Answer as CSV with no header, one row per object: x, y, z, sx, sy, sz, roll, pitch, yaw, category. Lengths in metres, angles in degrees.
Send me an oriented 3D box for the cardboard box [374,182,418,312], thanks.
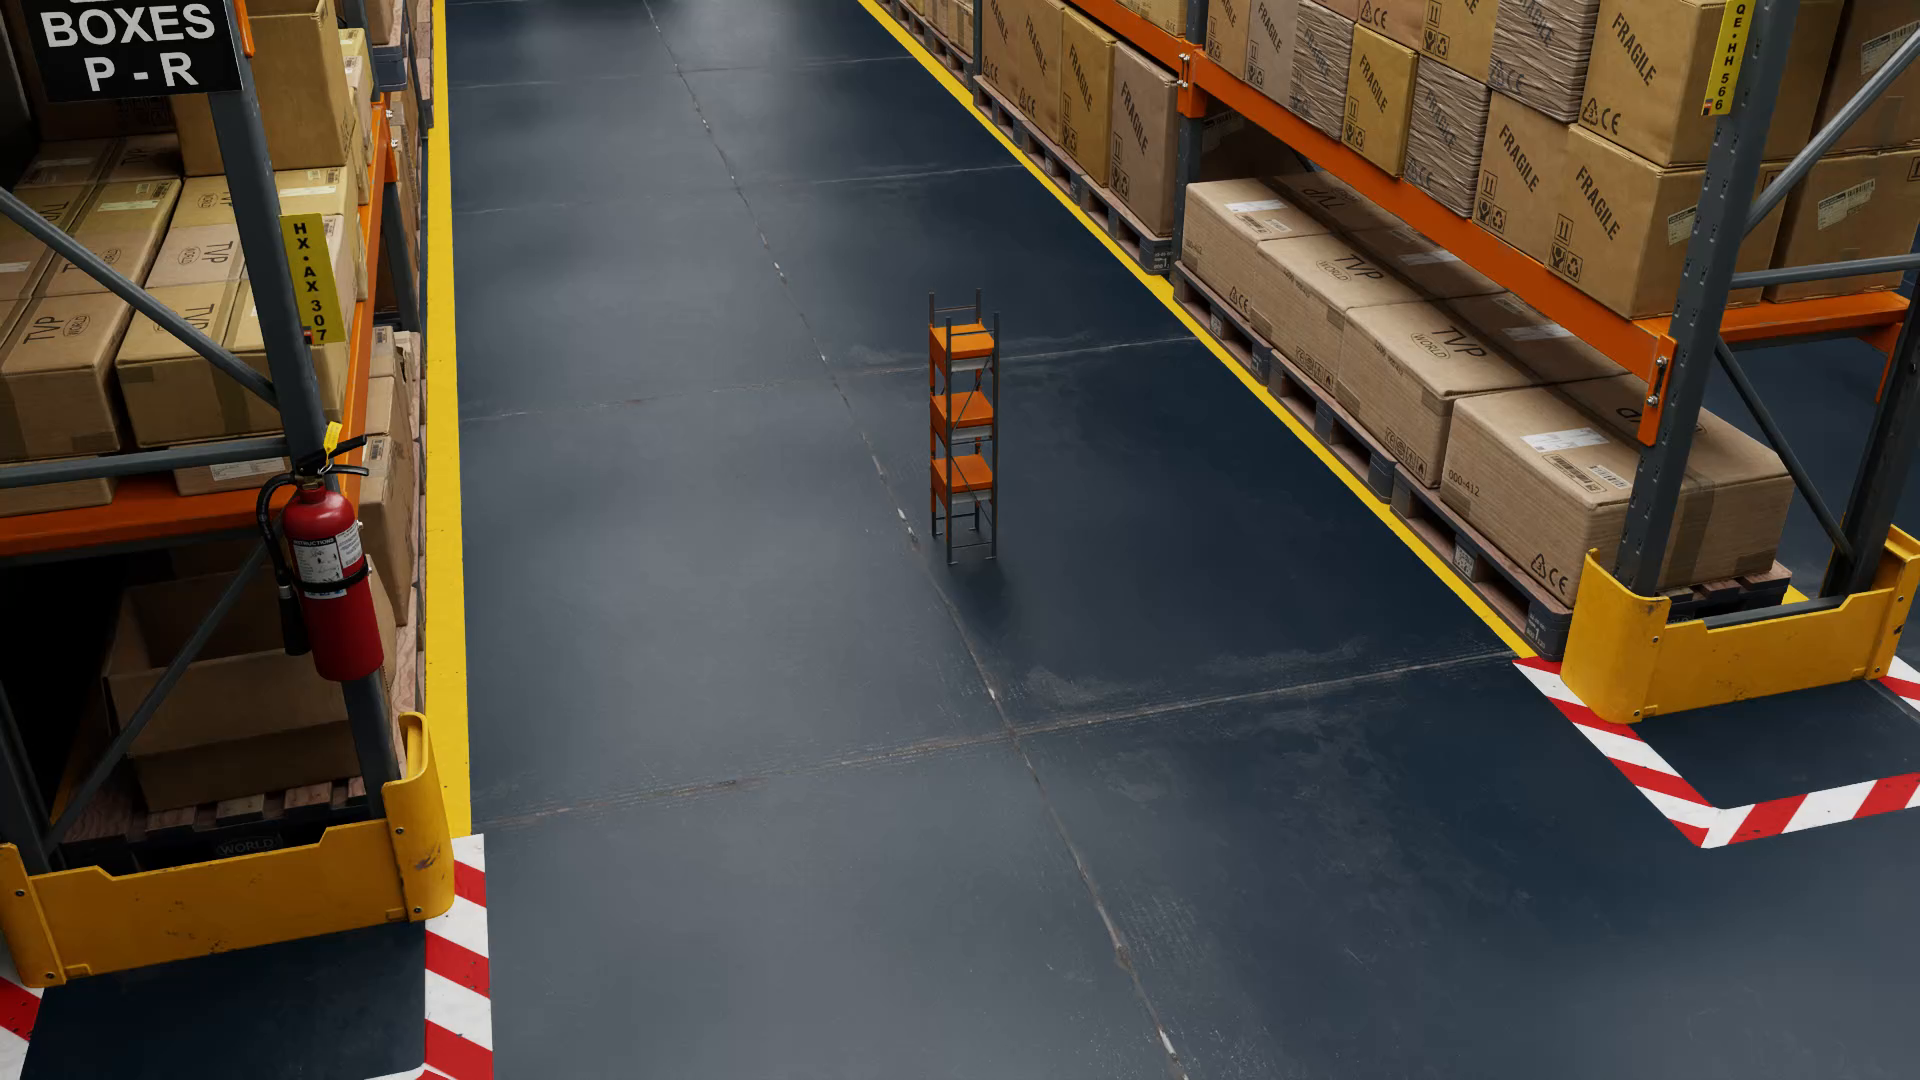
-3.040,-1.468,8.368,0.500,0.500,0.500,-7,31,-11,cardboard box

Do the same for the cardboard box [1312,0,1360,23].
1.802,-2.486,6.953,0.500,0.500,0.500,-7,31,-12,cardboard box

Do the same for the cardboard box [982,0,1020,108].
0.697,-3.616,11.704,0.875,0.875,0.875,-8,31,-14,cardboard box

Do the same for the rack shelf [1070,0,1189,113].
1.125,-3.421,10.384,1.077,0.370,4.000,-8,31,-13,rack shelf

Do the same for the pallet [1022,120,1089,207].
1.051,-2.512,10.880,1.003,0.211,1.213,-8,31,-13,pallet

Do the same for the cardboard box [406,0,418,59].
-4.524,-3.808,12.286,0.875,0.625,0.625,-7,31,-12,cardboard box

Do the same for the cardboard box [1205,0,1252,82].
1.528,-2.548,8.058,0.500,0.500,0.500,-7,31,-12,cardboard box

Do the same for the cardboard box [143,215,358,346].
-2.062,-0.735,4.878,0.500,0.250,0.500,-8,31,-13,cardboard box

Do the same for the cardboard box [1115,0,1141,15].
1.160,-3.131,9.314,0.500,0.250,0.500,-8,31,-14,cardboard box

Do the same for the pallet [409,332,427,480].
-2.948,-0.566,7.517,1.003,0.211,1.213,-8,31,-13,pallet

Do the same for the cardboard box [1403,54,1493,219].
2.070,-1.567,6.363,0.500,0.500,0.500,-7,31,-12,cardboard box

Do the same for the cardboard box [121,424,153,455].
-2.422,-0.319,4.557,0.380,0.149,0.250,-7,31,-12,cardboard box

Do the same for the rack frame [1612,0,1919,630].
2.717,-0.834,5.197,1.000,3.000,0.127,-8,31,-13,rack frame

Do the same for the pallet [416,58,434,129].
-4.371,-3.232,12.124,1.003,0.211,1.213,-8,31,-13,pallet

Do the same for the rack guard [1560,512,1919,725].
2.724,0.259,5.803,1.175,0.500,0.348,-8,31,-13,rack guard

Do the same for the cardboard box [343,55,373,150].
-2.611,-1.715,6.571,0.500,0.250,0.500,-8,31,-13,cardboard box

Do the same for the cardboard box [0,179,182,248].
-2.708,-0.912,5.185,0.500,0.250,0.500,-7,31,-12,cardboard box

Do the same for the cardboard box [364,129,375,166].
-2.618,-1.630,6.823,0.380,0.149,0.250,-7,31,-12,cardboard box

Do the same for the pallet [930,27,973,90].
0.388,-3.869,13.224,1.003,0.211,1.213,-8,31,-13,pallet

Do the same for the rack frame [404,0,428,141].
-4.191,-4.036,10.729,1.000,3.000,0.127,-8,31,-13,rack frame

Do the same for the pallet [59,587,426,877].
-2.300,0.613,5.481,1.003,0.211,1.213,-8,31,-13,pallet

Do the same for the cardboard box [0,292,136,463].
-2.445,-0.423,4.340,0.500,0.250,0.500,-7,31,-12,cardboard box

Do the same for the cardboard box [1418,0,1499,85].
2.065,-1.999,6.112,0.500,0.500,0.500,-8,31,-14,cardboard box

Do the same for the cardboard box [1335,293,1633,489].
2.195,-0.654,7.023,0.875,0.438,0.875,-7,31,-12,cardboard box

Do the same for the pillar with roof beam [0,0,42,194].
0.338,-4.817,6.090,9.100,9.000,0.400,-8,31,-13,pillar with roof beam

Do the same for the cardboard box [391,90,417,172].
-3.607,-2.465,10.091,0.500,0.500,0.500,-7,31,-11,cardboard box

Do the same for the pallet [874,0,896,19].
-0.260,-5.047,15.260,1.003,0.211,1.213,-8,31,-13,pallet

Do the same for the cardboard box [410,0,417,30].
-4.904,-4.496,13.475,0.875,0.625,0.625,-8,31,-14,cardboard box

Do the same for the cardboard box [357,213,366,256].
-2.273,-1.012,5.755,0.380,0.149,0.250,-7,31,-12,cardboard box

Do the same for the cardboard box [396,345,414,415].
-2.603,-0.700,7.276,0.396,0.266,0.258,-7,31,-11,cardboard box

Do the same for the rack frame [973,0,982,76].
0.594,-4.698,11.873,1.000,3.000,0.127,-8,31,-13,rack frame

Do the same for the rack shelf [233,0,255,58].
-2.598,-2.125,5.151,1.077,0.370,4.000,-8,31,-13,rack shelf

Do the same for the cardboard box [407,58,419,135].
-3.871,-2.961,10.947,0.500,0.500,0.500,-7,31,-12,cardboard box

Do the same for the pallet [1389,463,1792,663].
2.430,-0.003,6.545,1.003,0.211,1.213,-8,31,-13,pallet

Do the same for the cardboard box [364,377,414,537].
-2.371,-0.267,6.293,0.500,0.500,0.500,-7,31,-12,cardboard box

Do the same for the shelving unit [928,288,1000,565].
0.014,-0.429,6.442,0.215,1.050,0.252,-8,31,-13,shelving unit

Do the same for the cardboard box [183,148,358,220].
-2.356,-1.223,5.722,0.500,0.250,0.500,-9,31,-15,cardboard box

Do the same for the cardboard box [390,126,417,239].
-3.319,-1.965,9.227,0.500,0.500,0.500,-9,31,-15,cardboard box

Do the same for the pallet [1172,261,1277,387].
1.782,-1.182,8.581,1.003,0.211,1.213,-8,31,-13,pallet

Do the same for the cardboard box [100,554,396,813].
-2.138,0.418,5.106,0.797,0.503,0.637,-9,31,-15,cardboard box

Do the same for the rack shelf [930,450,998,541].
0.014,-0.179,6.587,0.215,0.259,0.240,-8,31,-13,rack shelf

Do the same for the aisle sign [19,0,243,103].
-1.766,-1.304,3.413,0.394,0.787,0.004,-8,31,-13,aisle sign

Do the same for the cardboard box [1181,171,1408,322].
1.719,-1.522,8.523,0.875,0.438,0.875,-8,31,-14,cardboard box

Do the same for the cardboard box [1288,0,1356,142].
1.783,-2.063,7.221,0.500,0.500,0.500,-8,31,-13,cardboard box

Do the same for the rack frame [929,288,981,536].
-0.018,-0.487,6.544,0.200,1.050,0.008,-8,31,-13,rack frame

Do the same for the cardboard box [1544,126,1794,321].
2.334,-1.075,5.514,0.500,0.500,0.500,-8,31,-13,cardboard box

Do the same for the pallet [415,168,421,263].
-3.709,-1.876,9.780,1.003,0.211,1.213,-8,31,-13,pallet

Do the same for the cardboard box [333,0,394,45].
-3.042,-2.593,7.716,0.700,0.500,0.500,-7,31,-12,cardboard box

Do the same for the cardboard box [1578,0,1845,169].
2.360,-1.512,5.269,0.500,0.500,0.500,-7,31,-12,cardboard box

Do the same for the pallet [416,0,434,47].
-5.019,-4.411,14.160,1.003,0.211,1.213,-8,31,-13,pallet

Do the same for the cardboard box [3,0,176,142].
-2.990,-1.738,5.863,0.500,0.500,0.500,-9,31,-15,cardboard box

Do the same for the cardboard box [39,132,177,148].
-2.983,-1.402,6.031,0.500,0.250,0.500,-7,31,-12,cardboard box

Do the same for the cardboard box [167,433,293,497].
-1.890,-0.259,4.454,0.380,0.149,0.250,-8,31,-14,cardboard box

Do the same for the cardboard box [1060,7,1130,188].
1.167,-2.752,10.213,0.875,0.875,0.875,-7,31,-12,cardboard box

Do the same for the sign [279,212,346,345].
-1.544,-0.619,3.962,0.100,0.325,0.005,-8,31,-13,sign

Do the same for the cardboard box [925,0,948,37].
0.250,-4.372,13.513,0.950,0.372,0.625,-8,31,-14,cardboard box
